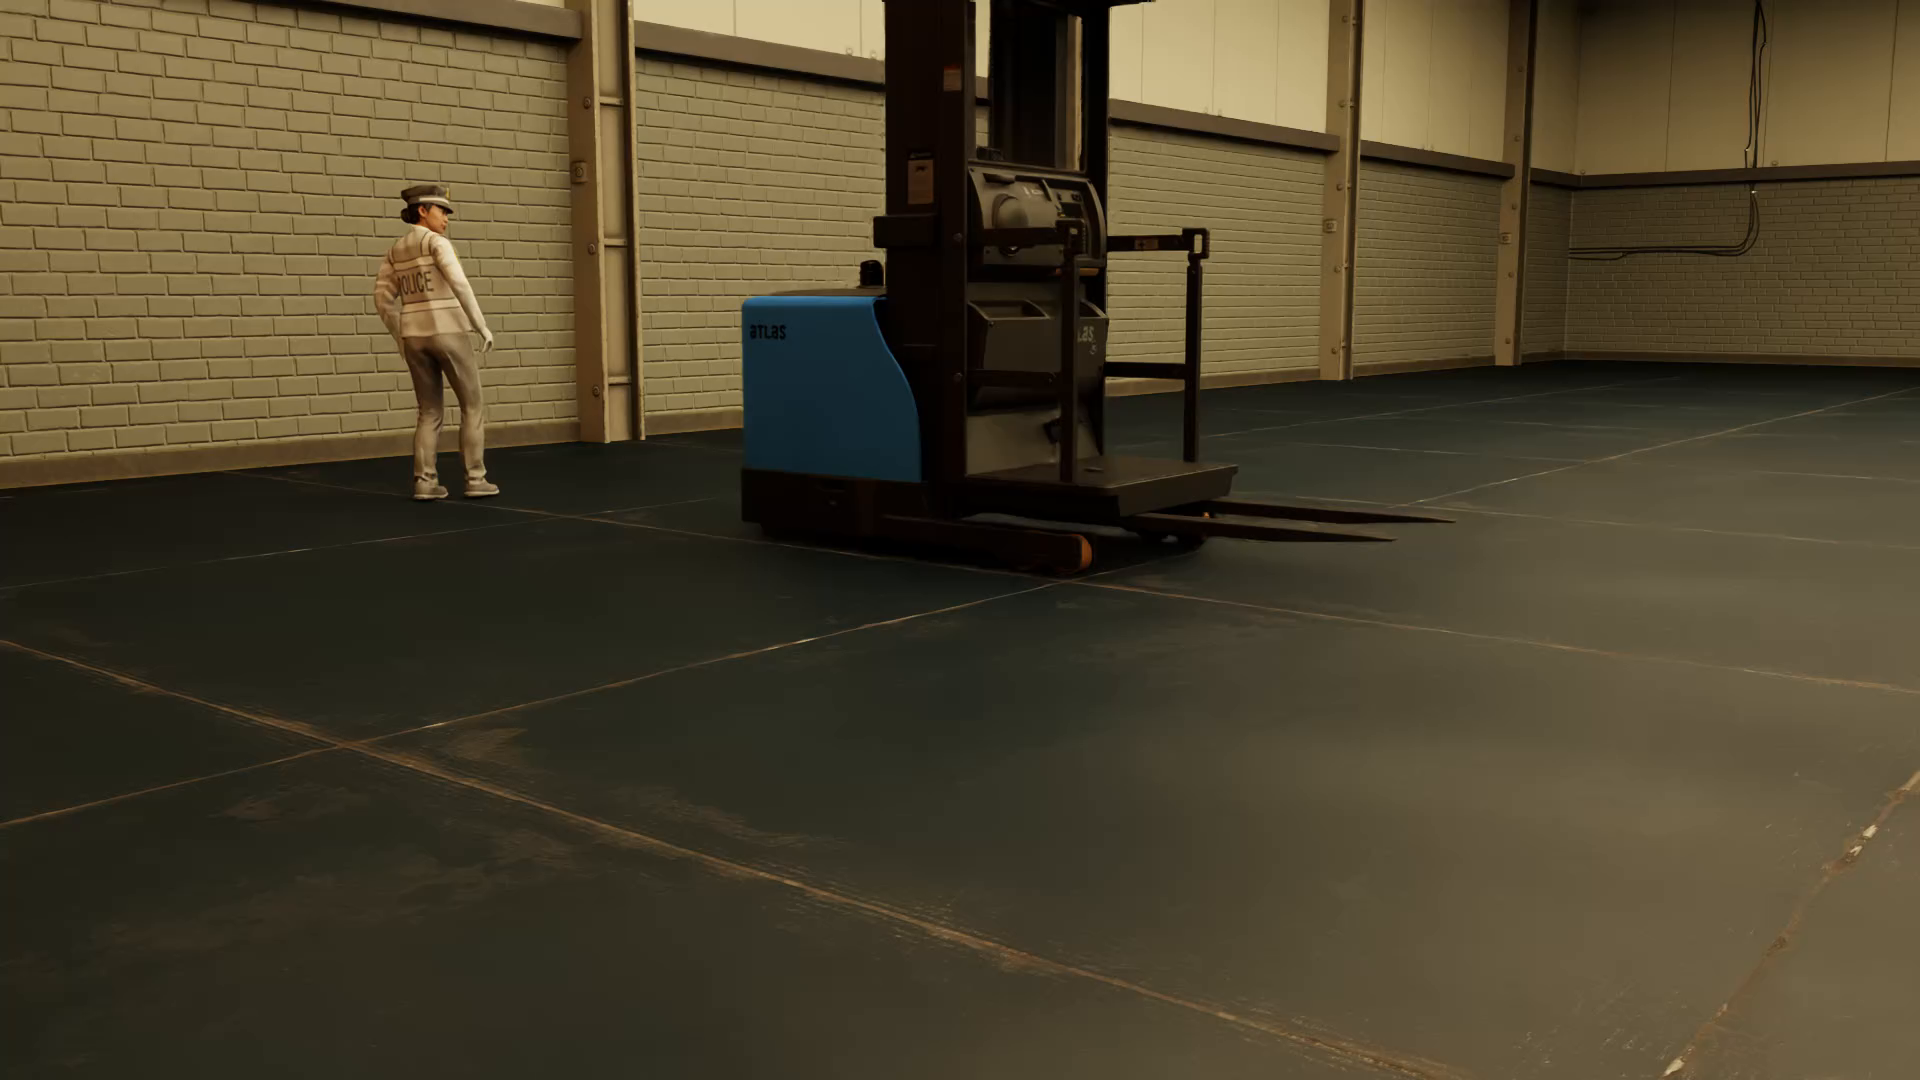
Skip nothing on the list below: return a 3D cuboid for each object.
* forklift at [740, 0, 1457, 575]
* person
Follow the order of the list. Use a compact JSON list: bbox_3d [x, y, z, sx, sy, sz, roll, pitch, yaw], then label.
[{"bbox_3d":[0.499,-1.399,6.842,3.031,2.935,1.130,6,10,36],"label":"forklift"},{"bbox_3d":[-2.769,-1.046,8.863,0.693,1.653,0.468,3,9,19],"label":"person"}]
